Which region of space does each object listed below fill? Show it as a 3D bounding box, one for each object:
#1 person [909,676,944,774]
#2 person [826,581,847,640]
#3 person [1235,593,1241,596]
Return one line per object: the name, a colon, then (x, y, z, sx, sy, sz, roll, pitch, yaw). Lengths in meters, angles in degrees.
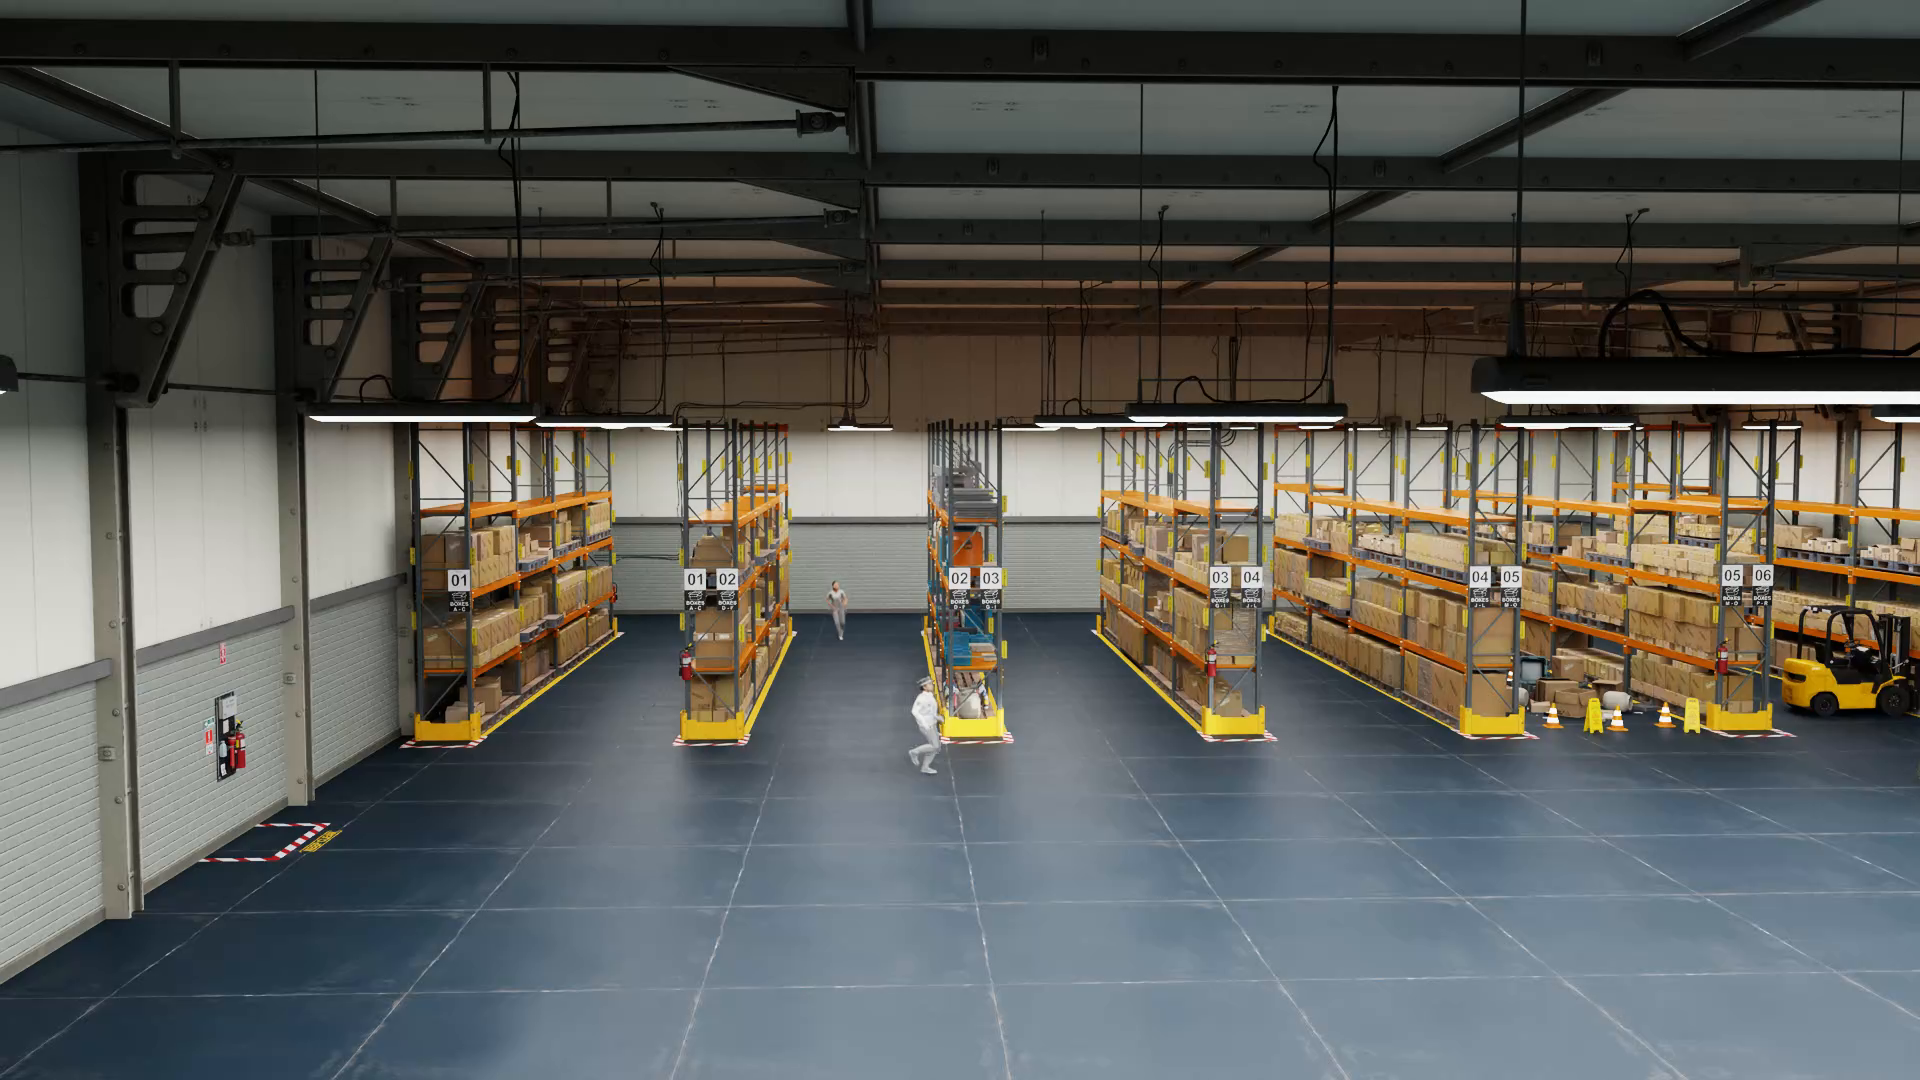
person: (-0.556, 3.107, 28.000, 0.552, 1.650, 0.614, 1, 4, 19)
person: (-3.442, 1.957, 46.322, 0.587, 1.626, 0.608, -1, 4, -12)
person: (7.806, 1.849, 47.872, 0.497, 1.654, 0.637, -4, 5, -45)
